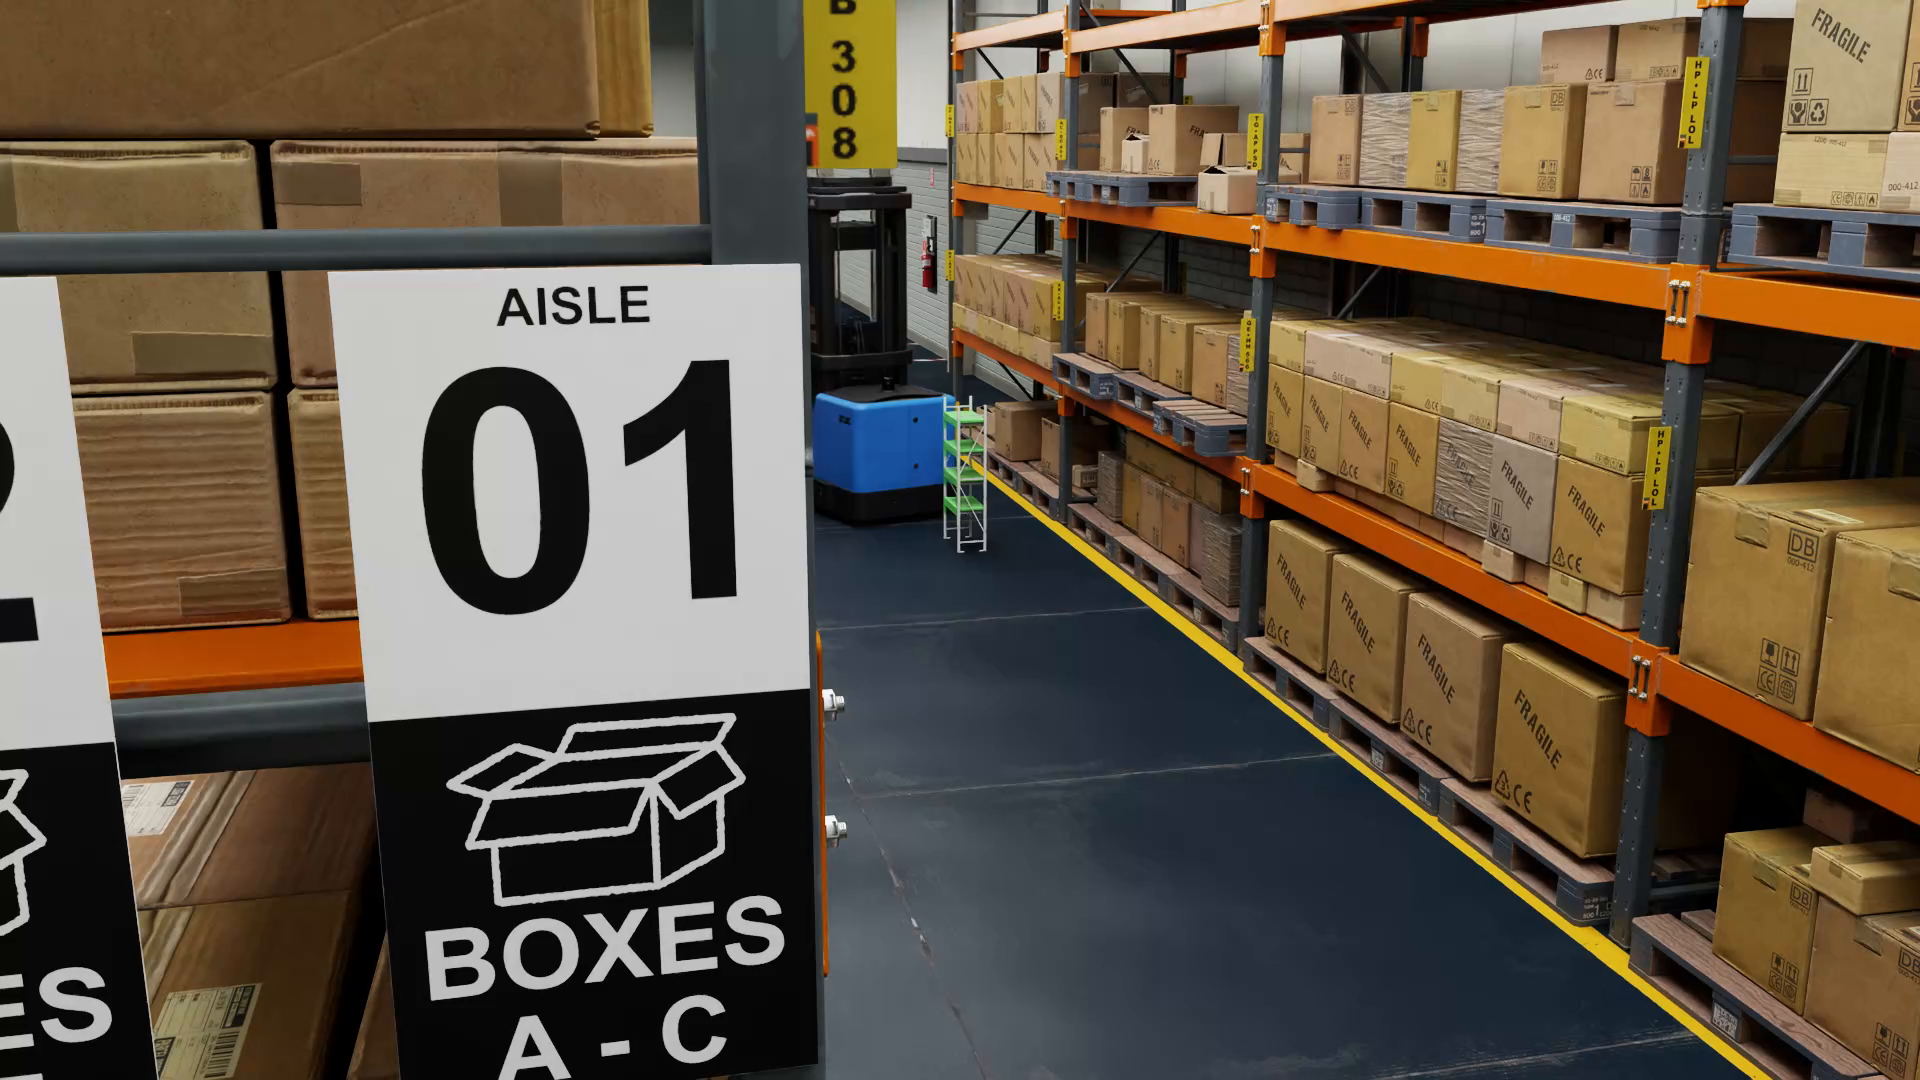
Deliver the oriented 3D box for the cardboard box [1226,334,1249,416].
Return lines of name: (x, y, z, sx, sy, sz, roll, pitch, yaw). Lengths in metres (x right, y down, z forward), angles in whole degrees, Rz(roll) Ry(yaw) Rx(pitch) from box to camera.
cardboard box: (2.181, -1.080, 10.889, 0.700, 0.500, 0.500, -5, 15, -20)

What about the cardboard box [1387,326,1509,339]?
cardboard box: (2.778, -1.067, 9.514, 0.500, 0.250, 0.500, -4, 14, -15)

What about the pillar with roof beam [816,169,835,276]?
pillar with roof beam: (-6.984, -9.269, 32.904, 9.100, 9.000, 0.400, -3, 14, -13)

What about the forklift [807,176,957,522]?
forklift: (-1.190, -1.885, 15.467, 1.130, 2.935, 3.031, -8, 16, -29)

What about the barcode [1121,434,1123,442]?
barcode: (1.468, -0.925, 15.059, 0.001, 0.075, 0.075, -3, 14, -13)

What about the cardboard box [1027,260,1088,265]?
cardboard box: (0.974, -2.524, 16.630, 0.500, 0.500, 0.500, -4, 14, -15)

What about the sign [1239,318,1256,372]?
sign: (1.776, -1.201, 10.250, 0.100, 0.325, 0.005, -3, 14, -13)

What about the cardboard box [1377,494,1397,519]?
cardboard box: (2.483, -0.213, 8.966, 0.380, 0.149, 0.250, -3, 14, -12)

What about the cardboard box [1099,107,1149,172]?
cardboard box: (1.412, -3.211, 13.336, 0.500, 0.500, 0.500, -1, 14, -5)

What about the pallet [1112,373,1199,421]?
pallet: (1.797, -1.071, 12.394, 1.003, 0.211, 1.213, -3, 14, -13)

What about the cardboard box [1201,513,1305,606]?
cardboard box: (2.081, 0.128, 11.424, 0.700, 0.500, 0.500, -3, 14, -12)

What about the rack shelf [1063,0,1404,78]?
rack shelf: (1.832, -3.541, 11.821, 1.077, 0.370, 4.000, -3, 14, -13)

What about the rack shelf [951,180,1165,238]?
rack shelf: (0.892, -3.201, 15.906, 1.077, 0.370, 4.000, -3, 14, -13)

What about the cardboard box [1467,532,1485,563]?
cardboard box: (2.675, 0.026, 7.986, 0.380, 0.149, 0.250, -3, 14, -13)

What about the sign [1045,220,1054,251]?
sign: (0.967, -3.297, 17.998, 0.100, 0.325, 0.005, -3, 14, -13)

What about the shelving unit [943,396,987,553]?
shelving unit: (0.039, -0.545, 13.628, 0.258, 1.200, 0.503, -3, 14, -13)

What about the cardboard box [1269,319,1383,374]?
cardboard box: (2.164, -1.151, 9.858, 0.500, 0.250, 0.500, -3, 14, -12)

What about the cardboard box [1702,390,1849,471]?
cardboard box: (3.386, -0.475, 7.089, 0.500, 0.250, 0.500, -3, 14, -11)

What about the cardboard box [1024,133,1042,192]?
cardboard box: (0.897, -3.368, 14.819, 0.500, 0.500, 0.500, -5, 14, -18)

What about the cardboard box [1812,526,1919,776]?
cardboard box: (3.518, 0.362, 5.492, 0.980, 0.700, 0.700, -4, 14, -15)

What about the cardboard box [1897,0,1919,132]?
cardboard box: (3.262, -1.490, 5.024, 0.500, 0.500, 0.500, -4, 14, -14)

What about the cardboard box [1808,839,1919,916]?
cardboard box: (3.220, 1.176, 5.809, 0.380, 0.149, 0.250, -3, 14, -11)

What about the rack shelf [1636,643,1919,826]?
rack shelf: (3.710, 1.024, 4.931, 1.077, 0.370, 4.000, -3, 14, -13)

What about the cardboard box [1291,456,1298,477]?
cardboard box: (2.204, -0.450, 9.935, 0.380, 0.149, 0.250, -3, 14, -12)

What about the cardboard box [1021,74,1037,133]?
cardboard box: (0.841, -3.860, 14.728, 0.500, 0.500, 0.500, -3, 14, -10)

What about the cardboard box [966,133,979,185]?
cardboard box: (0.349, -3.854, 16.807, 0.500, 0.500, 0.500, -2, 14, -9)

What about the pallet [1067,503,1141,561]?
pallet: (1.546, -0.098, 13.884, 1.003, 0.211, 1.213, -3, 14, -13)

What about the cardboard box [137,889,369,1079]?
cardboard box: (-1.006, 0.791, 2.050, 0.500, 0.500, 0.500, -3, 14, -14)

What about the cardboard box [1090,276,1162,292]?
cardboard box: (1.454, -2.054, 14.706, 0.500, 0.500, 0.500, -4, 14, -14)

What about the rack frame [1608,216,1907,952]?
rack frame: (3.241, 0.213, 6.734, 1.000, 3.000, 0.127, -3, 14, -13)

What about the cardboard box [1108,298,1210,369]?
cardboard box: (1.572, -1.646, 13.206, 0.700, 0.500, 0.500, -2, 14, -7)

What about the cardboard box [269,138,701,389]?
cardboard box: (-0.502, -0.347, 1.970, 0.500, 0.250, 0.500, -3, 14, -13)

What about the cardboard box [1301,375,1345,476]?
cardboard box: (2.280, -0.665, 9.448, 0.500, 0.500, 0.500, -3, 14, -11)

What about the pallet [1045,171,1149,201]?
pallet: (1.403, -2.850, 13.347, 1.213, 0.211, 1.003, -3, 14, -13)

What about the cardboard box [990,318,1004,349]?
cardboard box: (0.595, -2.008, 16.100, 0.500, 0.250, 0.500, -3, 14, -13)

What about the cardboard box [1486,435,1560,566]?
cardboard box: (2.758, -0.199, 7.542, 0.500, 0.500, 0.500, -3, 14, -13)

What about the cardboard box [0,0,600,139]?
cardboard box: (-0.771, -0.696, 1.818, 0.700, 0.500, 0.500, -3, 14, -13)

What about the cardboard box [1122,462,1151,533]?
cardboard box: (1.721, -0.346, 13.365, 0.700, 0.500, 0.500, -4, 14, -14)

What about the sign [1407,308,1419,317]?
sign: (2.840, -1.304, 10.503, 0.100, 0.325, 0.005, -3, 14, -13)

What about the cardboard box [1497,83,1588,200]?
cardboard box: (2.947, -1.840, 7.681, 0.700, 0.500, 0.500, -4, 14, -14)

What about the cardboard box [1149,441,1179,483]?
cardboard box: (1.783, -0.606, 12.847, 0.500, 0.250, 0.500, -4, 14, -15)

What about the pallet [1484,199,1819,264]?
pallet: (2.977, -1.360, 7.255, 0.805, 0.209, 1.217, -4, 14, -15)

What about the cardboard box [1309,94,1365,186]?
cardboard box: (2.469, -2.322, 9.655, 0.700, 0.500, 0.500, -4, 14, -18)

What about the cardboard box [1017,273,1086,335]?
cardboard box: (0.827, -2.140, 15.060, 0.500, 0.500, 0.500, -3, 14, -14)

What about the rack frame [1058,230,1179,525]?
rack frame: (1.362, -1.632, 14.288, 1.000, 3.000, 0.127, -3, 14, -13)

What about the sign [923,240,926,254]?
sign: (-0.554, -4.549, 26.151, 0.001, 0.329, 0.234, -3, 14, -13)

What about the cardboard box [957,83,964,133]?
cardboard box: (0.277, -4.454, 17.157, 0.500, 0.500, 0.500, -4, 14, -17)

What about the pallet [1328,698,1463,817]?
pallet: (2.696, 1.112, 8.931, 1.003, 0.211, 1.213, -3, 14, -13)

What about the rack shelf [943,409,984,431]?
rack shelf: (0.039, -0.949, 13.530, 0.258, 0.148, 0.480, -3, 14, -13)

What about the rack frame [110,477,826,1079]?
rack frame: (-0.634, 1.413, 1.823, 1.000, 3.000, 0.127, -3, 14, -13)

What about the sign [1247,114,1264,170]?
sign: (1.773, -2.388, 9.972, 0.100, 0.325, 0.005, -3, 14, -13)

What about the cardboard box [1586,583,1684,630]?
cardboard box: (2.886, 0.263, 7.016, 0.380, 0.149, 0.250, -3, 14, -13)

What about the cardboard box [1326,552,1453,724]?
cardboard box: (2.546, 0.510, 9.163, 0.750, 0.750, 0.750, -3, 14, -13)

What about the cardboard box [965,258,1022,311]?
cardboard box: (0.349, -2.615, 17.003, 0.500, 0.500, 0.500, -3, 14, -13)
